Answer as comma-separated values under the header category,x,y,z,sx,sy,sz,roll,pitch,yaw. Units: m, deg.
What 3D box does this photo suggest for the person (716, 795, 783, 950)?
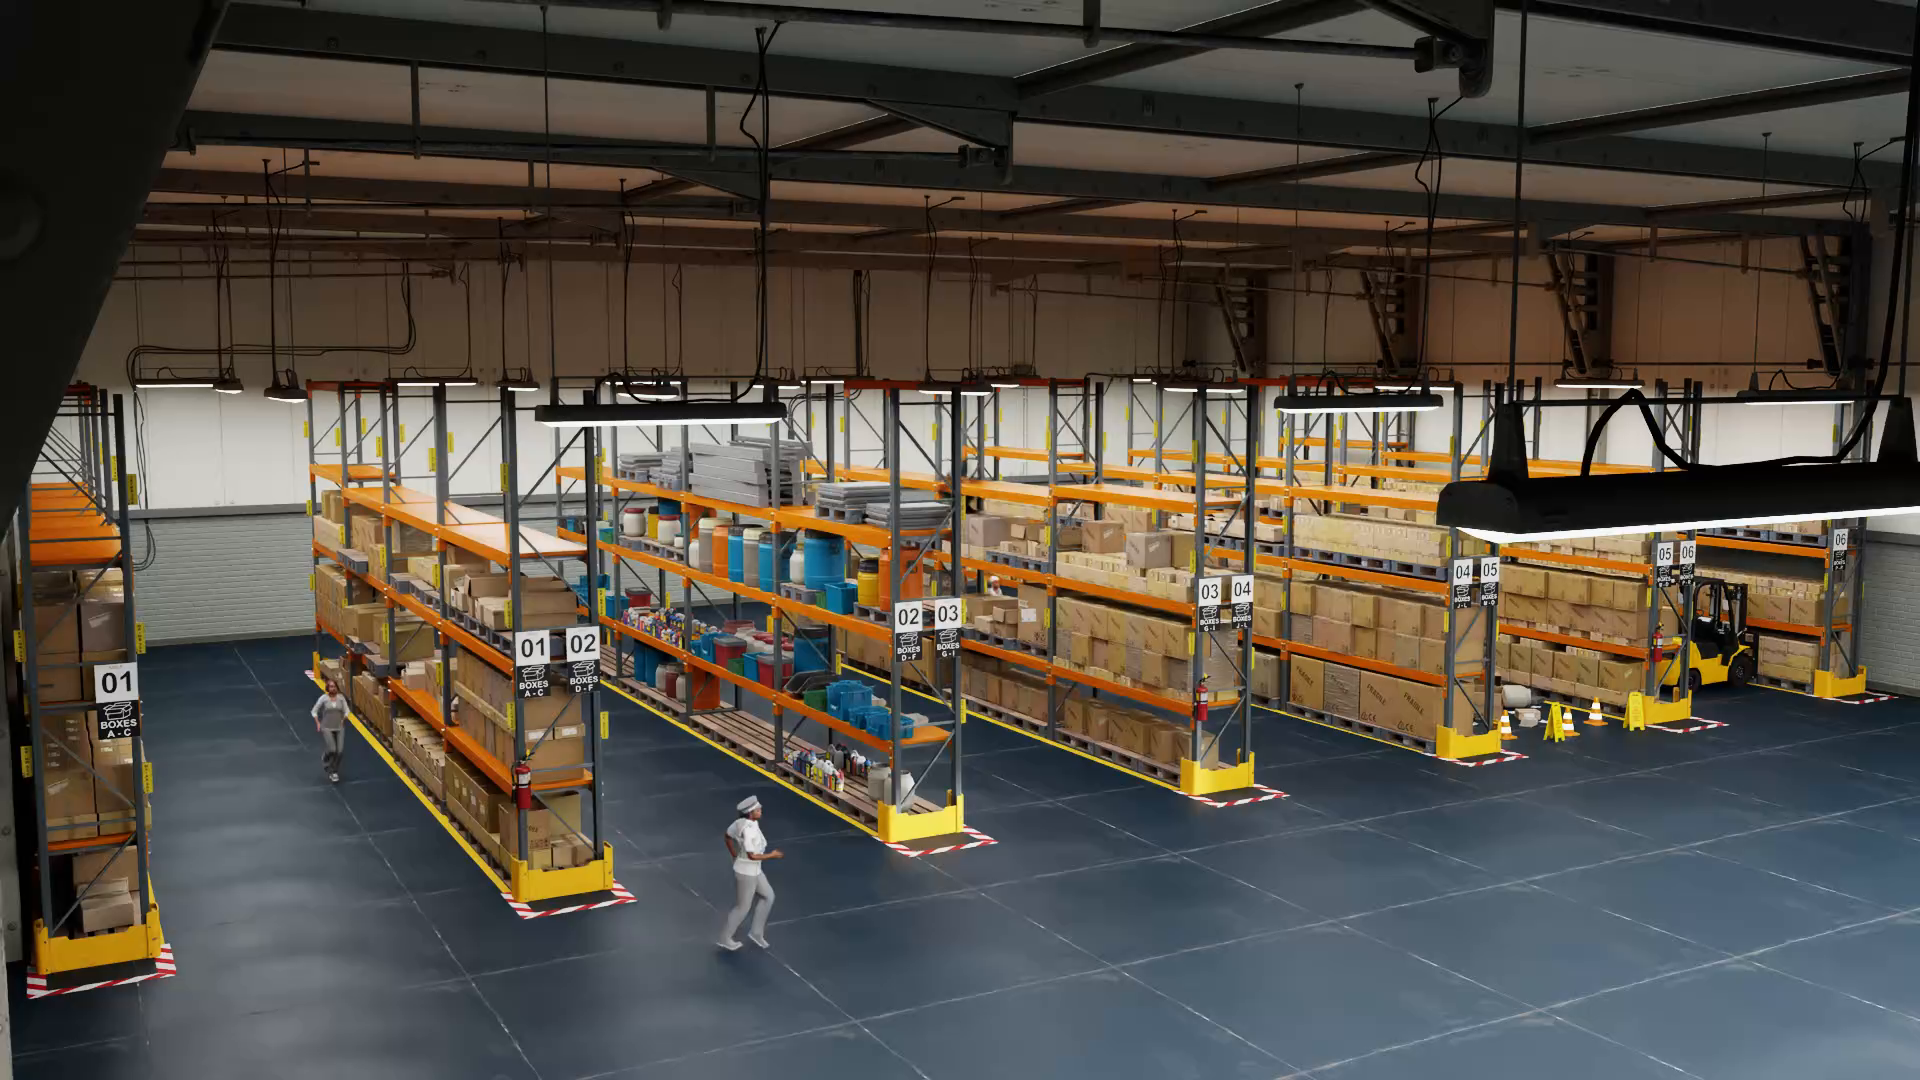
category,x,y,z,sx,sy,sz,roll,pitch,yaw
person,-2.268,3.607,17.888,0.736,1.747,0.563,-1,6,-8

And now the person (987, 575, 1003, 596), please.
category,x,y,z,sx,sy,sz,roll,pitch,yaw
person,0.730,1.631,35.630,0.637,1.759,0.771,-4,7,-36

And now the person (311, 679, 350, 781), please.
category,x,y,z,sx,sy,sz,roll,pitch,yaw
person,-9.493,2.885,25.187,0.531,1.557,0.539,-4,7,-35
